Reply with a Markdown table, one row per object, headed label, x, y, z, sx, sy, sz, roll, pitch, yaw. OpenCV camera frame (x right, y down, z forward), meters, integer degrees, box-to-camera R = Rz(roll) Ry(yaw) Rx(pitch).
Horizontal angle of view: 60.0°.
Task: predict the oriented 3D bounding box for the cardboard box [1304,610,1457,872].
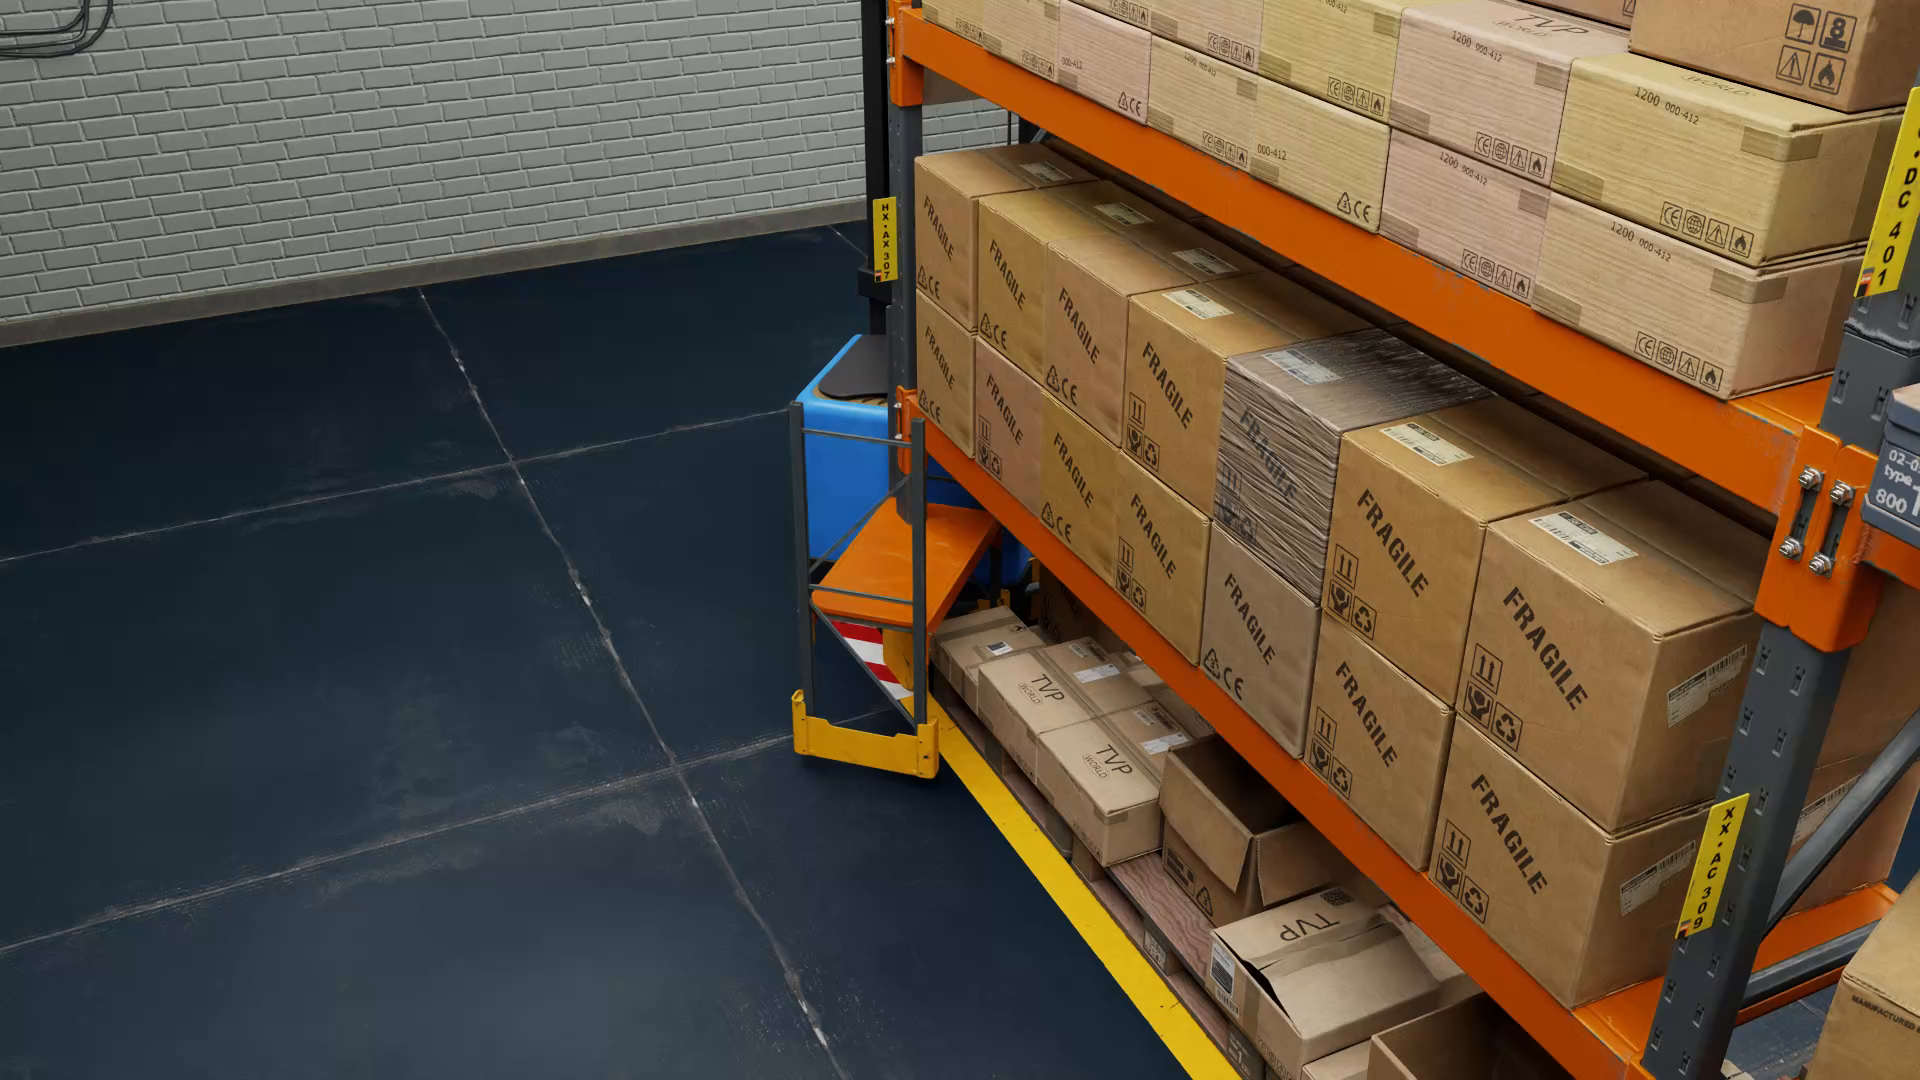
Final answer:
| label | x | y | z | sx | sy | sz | roll | pitch | yaw |
| --- | --- | --- | --- | --- | --- | --- | --- | --- | --- |
| cardboard box | 1.258 | 0.449 | 4.280 | 0.500 | 0.500 | 0.500 | -12 | 31 | -21 |

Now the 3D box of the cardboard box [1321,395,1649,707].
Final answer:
| label | x | y | z | sx | sy | sz | roll | pitch | yaw |
| --- | --- | --- | --- | --- | --- | --- | --- | --- | --- |
| cardboard box | 1.253 | 0.013 | 4.036 | 0.500 | 0.500 | 0.500 | -14 | 32 | -23 |

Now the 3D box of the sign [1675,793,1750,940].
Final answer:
| label | x | y | z | sx | sy | sz | roll | pitch | yaw |
| --- | --- | --- | --- | --- | --- | --- | --- | --- | --- |
| sign | 1.440 | 0.627 | 3.180 | 0.100 | 0.325 | 0.005 | -13 | 32 | -22 |

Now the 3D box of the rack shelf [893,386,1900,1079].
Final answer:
| label | x | y | z | sx | sy | sz | roll | pitch | yaw |
| --- | --- | --- | --- | --- | --- | --- | --- | --- | --- |
| rack shelf | 1.068 | 0.317 | 5.353 | 1.077 | 0.370 | 4.000 | -13 | 32 | -22 |

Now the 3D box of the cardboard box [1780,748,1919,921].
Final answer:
| label | x | y | z | sx | sy | sz | roll | pitch | yaw |
| --- | --- | --- | --- | --- | --- | --- | --- | --- | --- |
| cardboard box | 1.954 | 0.561 | 4.080 | 0.500 | 0.500 | 0.500 | -12 | 32 | -21 |

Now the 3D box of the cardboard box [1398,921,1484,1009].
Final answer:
| label | x | y | z | sx | sy | sz | roll | pitch | yaw |
| --- | --- | --- | --- | --- | --- | --- | --- | --- | --- |
| cardboard box | 1.561 | 1.320 | 5.276 | 0.380 | 0.166 | 0.250 | -13 | 32 | -22 |

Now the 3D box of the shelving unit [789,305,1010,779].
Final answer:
| label | x | y | z | sx | sy | sz | roll | pitch | yaw |
| --- | --- | --- | --- | --- | --- | --- | --- | --- | --- |
| shelving unit | -0.217 | -0.019 | 6.613 | 0.587 | 1.500 | 1.083 | 9 | 30 | 15 |

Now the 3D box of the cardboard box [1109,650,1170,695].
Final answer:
| label | x | y | z | sx | sy | sz | roll | pitch | yaw |
| --- | --- | --- | --- | --- | --- | --- | --- | --- | --- |
| cardboard box | 0.758 | 0.550 | 6.649 | 0.380 | 0.166 | 0.250 | -13 | 32 | -22 |

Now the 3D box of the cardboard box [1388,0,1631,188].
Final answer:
| label | x | y | z | sx | sy | sz | roll | pitch | yaw |
| --- | --- | --- | --- | --- | --- | --- | --- | --- | --- |
| cardboard box | 1.261 | -0.953 | 3.459 | 0.500 | 0.250 | 0.500 | -13 | 32 | -22 |

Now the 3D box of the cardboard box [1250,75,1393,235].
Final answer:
| label | x | y | z | sx | sy | sz | roll | pitch | yaw |
| --- | --- | --- | --- | --- | --- | --- | --- | --- | --- |
| cardboard box | 1.050 | -0.957 | 3.976 | 0.500 | 0.250 | 0.500 | -13 | 32 | -22 |

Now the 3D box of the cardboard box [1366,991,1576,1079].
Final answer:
| label | x | y | z | sx | sy | sz | roll | pitch | yaw |
| --- | --- | --- | --- | --- | --- | --- | --- | --- | --- |
| cardboard box | 1.426 | 1.593 | 4.448 | 0.500 | 0.500 | 0.500 | -13 | 32 | -22 |

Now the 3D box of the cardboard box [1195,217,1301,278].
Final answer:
| label | x | y | z | sx | sy | sz | roll | pitch | yaw |
| --- | --- | --- | --- | --- | --- | --- | --- | --- | --- |
| cardboard box | 1.093 | -0.770 | 5.431 | 0.500 | 0.500 | 0.500 | -12 | 32 | -21 |

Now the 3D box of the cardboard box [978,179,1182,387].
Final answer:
| label | x | y | z | sx | sy | sz | roll | pitch | yaw |
| --- | --- | --- | --- | --- | --- | --- | --- | --- | --- |
| cardboard box | 0.393 | -0.879 | 5.626 | 0.500 | 0.500 | 0.500 | -13 | 32 | -21 |

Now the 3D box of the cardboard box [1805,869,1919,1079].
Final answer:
| label | x | y | z | sx | sy | sz | roll | pitch | yaw |
| --- | --- | --- | --- | --- | --- | --- | --- | --- | --- |
| cardboard box | 1.928 | 0.916 | 3.017 | 0.700 | 0.500 | 0.500 | -26 | 38 | -38 |

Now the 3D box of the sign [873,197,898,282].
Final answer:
| label | x | y | z | sx | sy | sz | roll | pitch | yaw |
| --- | --- | --- | --- | --- | --- | --- | --- | --- | --- |
| sign | -0.281 | -1.144 | 6.337 | 0.100 | 0.325 | 0.005 | -13 | 32 | -22 |

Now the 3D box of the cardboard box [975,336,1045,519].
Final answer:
| label | x | y | z | sx | sy | sz | roll | pitch | yaw |
| --- | --- | --- | --- | --- | --- | --- | --- | --- | --- |
| cardboard box | 0.388 | -0.445 | 5.875 | 0.500 | 0.500 | 0.500 | -13 | 32 | -22 |

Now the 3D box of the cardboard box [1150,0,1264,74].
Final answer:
| label | x | y | z | sx | sy | sz | roll | pitch | yaw |
| --- | --- | --- | --- | --- | --- | --- | --- | --- | --- |
| cardboard box | 0.834 | -1.396 | 4.248 | 0.500 | 0.250 | 0.500 | -13 | 32 | -22 |

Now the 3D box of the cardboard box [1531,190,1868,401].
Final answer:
| label | x | y | z | sx | sy | sz | roll | pitch | yaw |
| --- | --- | --- | --- | --- | --- | --- | --- | --- | --- |
| cardboard box | 1.477 | -0.515 | 3.188 | 0.500 | 0.250 | 0.500 | -13 | 32 | -22 |

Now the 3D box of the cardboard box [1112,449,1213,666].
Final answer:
| label | x | y | z | sx | sy | sz | roll | pitch | yaw |
| --- | --- | --- | --- | --- | --- | --- | --- | --- | --- |
| cardboard box | 0.814 | -0.002 | 5.084 | 0.500 | 0.500 | 0.500 | -13 | 32 | -21 |

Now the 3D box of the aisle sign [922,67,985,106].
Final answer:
| label | x | y | z | sx | sy | sz | roll | pitch | yaw |
| --- | --- | --- | --- | --- | --- | --- | --- | --- | --- |
| aisle sign | -0.085 | -1.982 | 6.060 | 0.394 | 0.787 | 0.004 | -13 | 32 | -22 |

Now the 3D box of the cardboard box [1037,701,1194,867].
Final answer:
| label | x | y | z | sx | sy | sz | roll | pitch | yaw |
| --- | --- | --- | --- | --- | --- | --- | --- | --- | --- |
| cardboard box | 0.616 | 0.869 | 5.995 | 0.500 | 0.250 | 0.500 | -13 | 32 | -22 |

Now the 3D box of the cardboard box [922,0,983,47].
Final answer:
| label | x | y | z | sx | sy | sz | roll | pitch | yaw |
| --- | --- | --- | --- | --- | --- | --- | --- | --- | --- |
| cardboard box | 0.200 | -1.843 | 5.556 | 0.500 | 0.250 | 0.500 | -13 | 32 | -22 |

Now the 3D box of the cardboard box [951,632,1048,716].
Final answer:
| label | x | y | z | sx | sy | sz | roll | pitch | yaw |
| --- | --- | --- | --- | --- | --- | --- | --- | --- | --- |
| cardboard box | 0.186 | 0.532 | 6.682 | 0.380 | 0.166 | 0.250 | -13 | 32 | -22 |

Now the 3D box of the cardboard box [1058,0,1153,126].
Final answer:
| label | x | y | z | sx | sy | sz | roll | pitch | yaw |
| --- | --- | --- | --- | --- | --- | --- | --- | --- | --- |
| cardboard box | 0.619 | -1.398 | 4.764 | 0.500 | 0.250 | 0.500 | -13 | 32 | -22 |

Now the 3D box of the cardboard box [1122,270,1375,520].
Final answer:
| label | x | y | z | sx | sy | sz | roll | pitch | yaw |
| --- | --- | --- | --- | --- | --- | --- | --- | --- | --- |
| cardboard box | 0.822 | -0.433 | 4.830 | 0.500 | 0.500 | 0.500 | -13 | 32 | -22 |

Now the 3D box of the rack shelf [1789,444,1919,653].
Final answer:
| label | x | y | z | sx | sy | sz | roll | pitch | yaw |
| --- | --- | --- | --- | --- | --- | --- | --- | --- | --- |
| rack shelf | 2.785 | 0.776 | 1.468 | 1.077 | 0.370 | 4.000 | -13 | 32 | -22 |

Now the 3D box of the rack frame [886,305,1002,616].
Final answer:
| label | x | y | z | sx | sy | sz | roll | pitch | yaw |
| --- | --- | --- | --- | --- | --- | --- | --- | --- | --- |
| rack frame | -0.062 | -0.253 | 7.047 | 0.500 | 1.500 | 0.032 | 9 | 30 | 15 |

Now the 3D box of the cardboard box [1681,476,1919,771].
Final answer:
| label | x | y | z | sx | sy | sz | roll | pitch | yaw |
| --- | --- | --- | --- | --- | --- | --- | --- | --- | --- |
| cardboard box | 1.978 | 0.140 | 3.809 | 0.500 | 0.500 | 0.500 | -12 | 32 | -21 |

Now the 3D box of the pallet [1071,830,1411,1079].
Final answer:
| label | x | y | z | sx | sy | sz | roll | pitch | yaw |
| --- | --- | --- | --- | --- | --- | --- | --- | --- | --- |
| pallet | 1.105 | 1.260 | 5.787 | 1.003 | 0.211 | 1.213 | -13 | 32 | -22 |

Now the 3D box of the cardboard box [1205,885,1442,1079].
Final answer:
| label | x | y | z | sx | sy | sz | roll | pitch | yaw |
| --- | --- | --- | --- | --- | --- | --- | --- | --- | --- |
| cardboard box | 1.104 | 1.344 | 5.085 | 0.500 | 0.311 | 0.500 | -13 | 32 | -22 |

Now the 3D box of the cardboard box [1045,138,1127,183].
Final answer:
| label | x | y | z | sx | sy | sz | roll | pitch | yaw |
| --- | --- | --- | --- | --- | --- | --- | --- | --- | --- |
| cardboard box | 0.649 | -1.221 | 6.236 | 0.500 | 0.500 | 0.500 | -13 | 32 | -22 |

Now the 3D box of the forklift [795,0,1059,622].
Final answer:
| label | x | y | z | sx | sy | sz | roll | pitch | yaw |
| --- | --- | --- | --- | --- | --- | --- | --- | --- | --- |
| forklift | 0.181 | -1.572 | 8.057 | 1.130 | 2.935 | 3.031 | 8 | 30 | 15 |

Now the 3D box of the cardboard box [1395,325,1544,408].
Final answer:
| label | x | y | z | sx | sy | sz | roll | pitch | yaw |
| --- | --- | --- | --- | --- | --- | --- | --- | --- | --- |
| cardboard box | 1.536 | -0.315 | 4.620 | 0.500 | 0.500 | 0.500 | -14 | 32 | -23 |

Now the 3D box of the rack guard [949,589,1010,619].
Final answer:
| label | x | y | z | sx | sy | sz | roll | pitch | yaw |
| --- | --- | --- | --- | --- | --- | --- | --- | --- | --- |
| rack guard | -0.071 | 0.305 | 7.328 | 0.587 | 0.250 | 0.087 | 9 | 30 | 15 |

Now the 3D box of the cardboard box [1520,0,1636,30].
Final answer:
| label | x | y | z | sx | sy | sz | roll | pitch | yaw |
| --- | --- | --- | --- | --- | --- | --- | --- | --- | --- |
| cardboard box | 1.597 | -1.359 | 3.414 | 0.700 | 0.500 | 0.500 | -13 | 32 | -22 |

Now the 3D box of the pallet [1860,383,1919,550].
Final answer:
| label | x | y | z | sx | sy | sz | roll | pitch | yaw |
| --- | --- | --- | --- | --- | --- | --- | --- | --- | --- |
| pallet | 2.143 | -0.037 | 2.374 | 1.213 | 0.211 | 1.003 | -13 | 32 | -22 |

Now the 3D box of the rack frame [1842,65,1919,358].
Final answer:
| label | x | y | z | sx | sy | sz | roll | pitch | yaw |
| --- | --- | --- | --- | --- | --- | --- | --- | --- | --- |
| rack frame | 1.926 | -1.730 | 2.134 | 1.000 | 3.000 | 0.127 | -13 | 32 | -22 |
